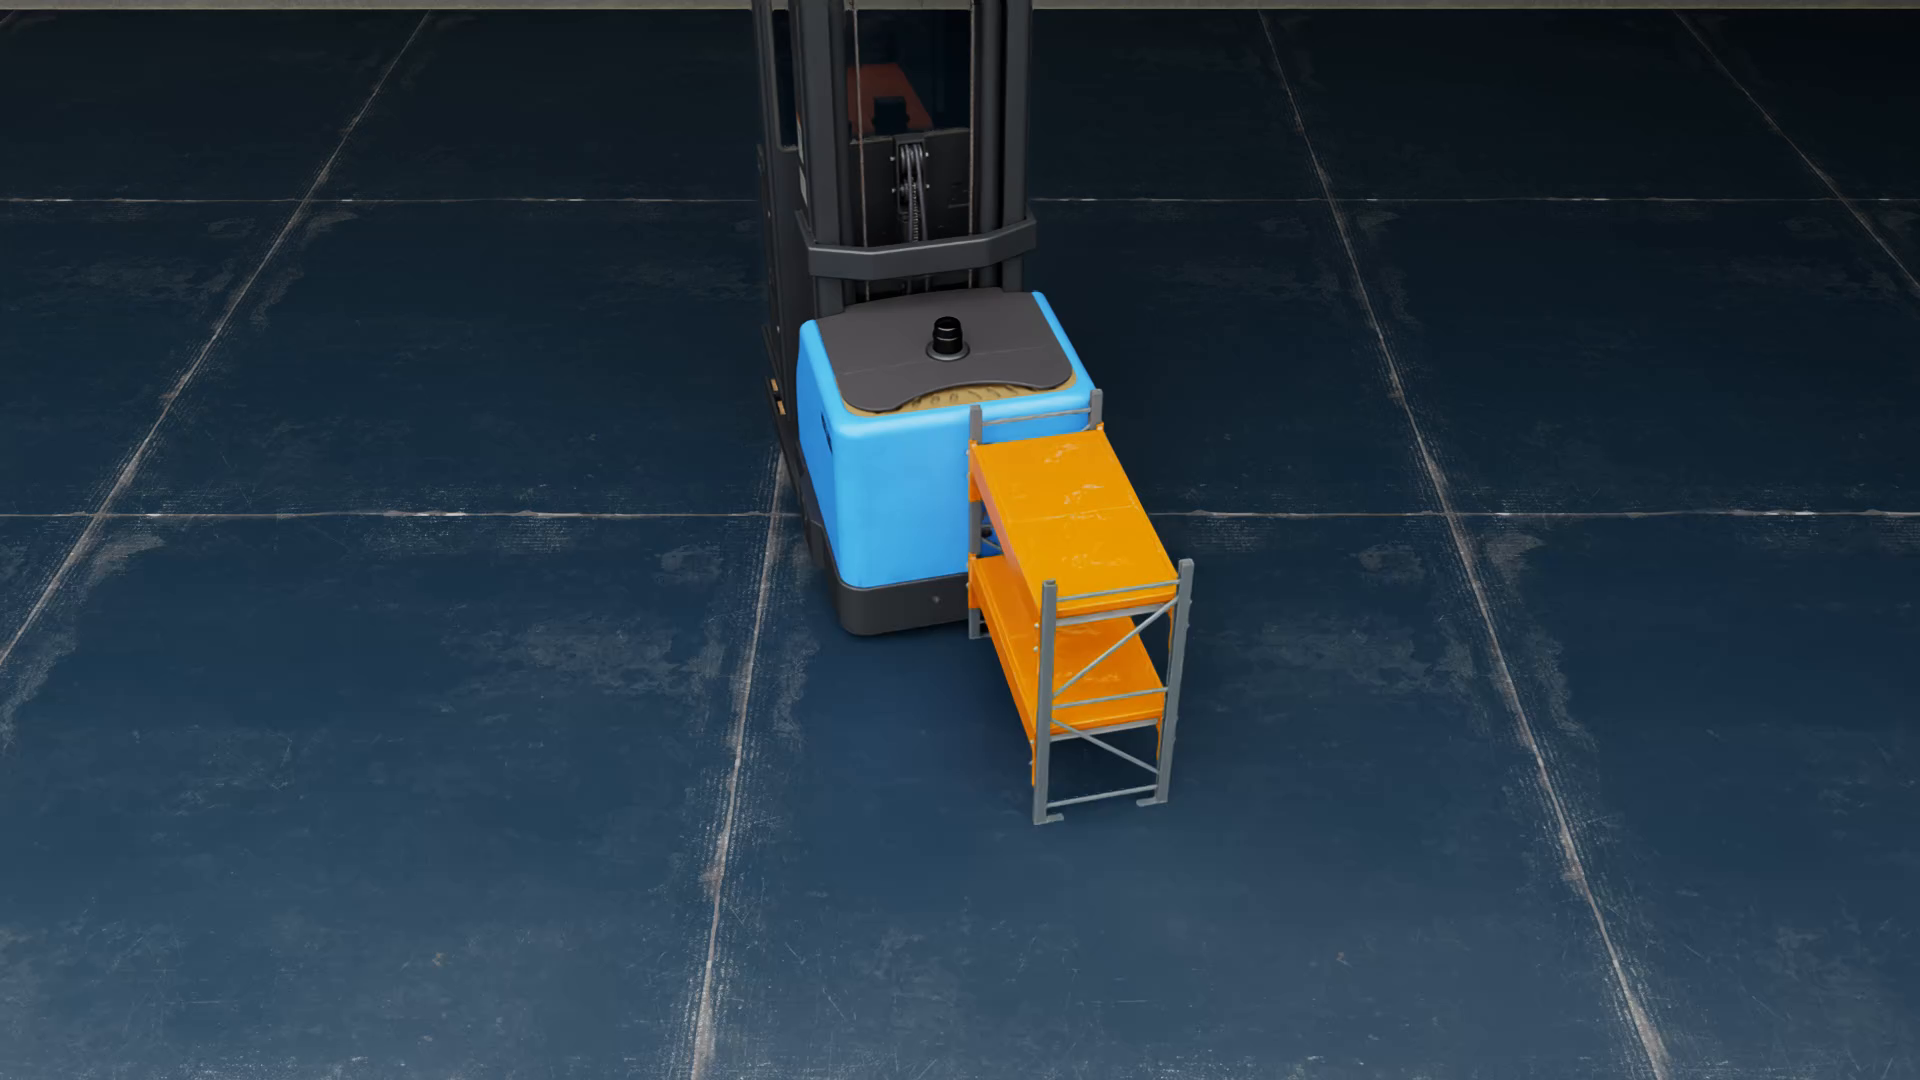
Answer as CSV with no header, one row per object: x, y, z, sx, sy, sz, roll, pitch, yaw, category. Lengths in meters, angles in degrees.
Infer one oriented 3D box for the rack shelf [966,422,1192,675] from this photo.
0.394,0.004,5.877,0.538,0.278,1.000,-8,39,-10,rack shelf

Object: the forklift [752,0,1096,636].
-0.315,-1.688,7.013,1.130,2.935,3.031,-9,40,-11,forklift

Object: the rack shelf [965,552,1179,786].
0.394,0.424,6.213,0.538,0.278,1.000,-8,39,-10,rack shelf

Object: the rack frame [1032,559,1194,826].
0.508,0.543,5.673,0.500,1.125,0.032,-8,39,-10,rack frame

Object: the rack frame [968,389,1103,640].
0.281,-0.077,6.447,0.500,1.125,0.032,-8,39,-10,rack frame

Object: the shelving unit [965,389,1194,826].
0.394,0.233,6.060,0.538,1.125,1.048,-8,39,-10,shelving unit
